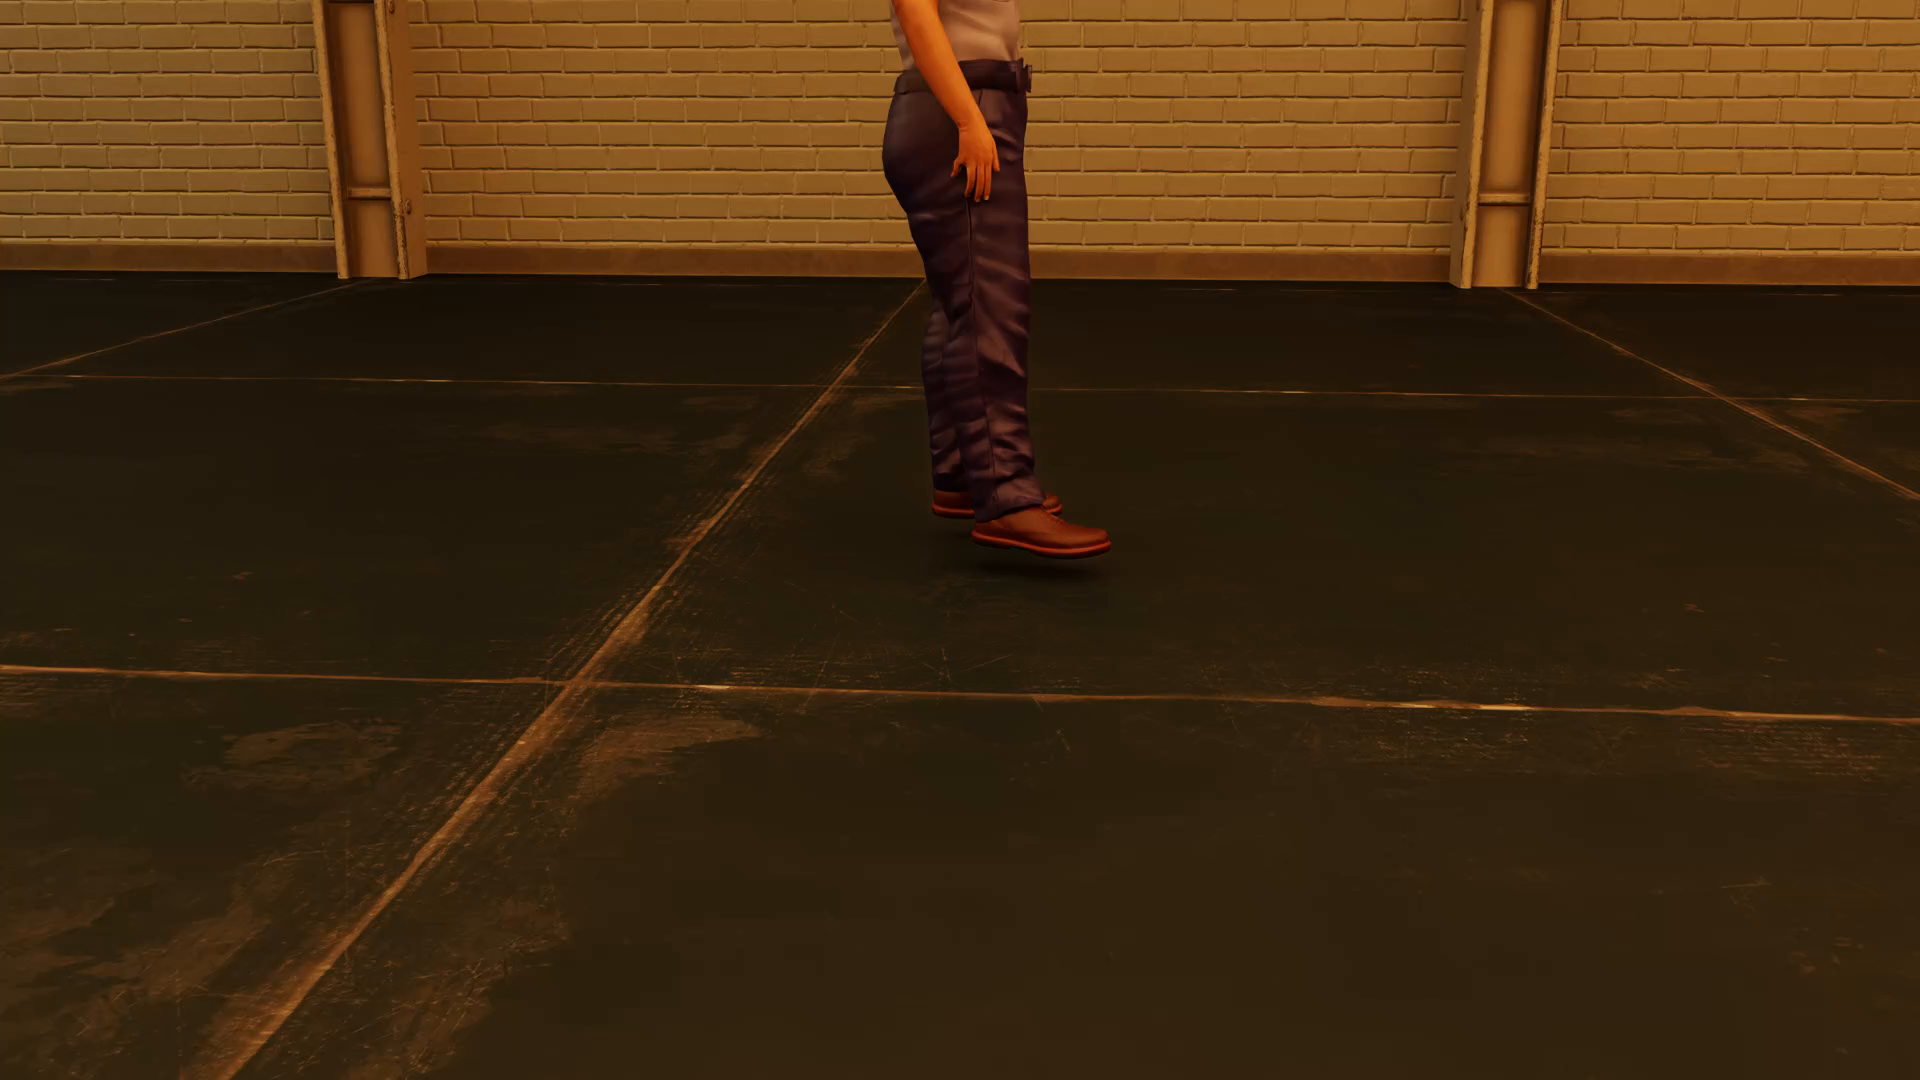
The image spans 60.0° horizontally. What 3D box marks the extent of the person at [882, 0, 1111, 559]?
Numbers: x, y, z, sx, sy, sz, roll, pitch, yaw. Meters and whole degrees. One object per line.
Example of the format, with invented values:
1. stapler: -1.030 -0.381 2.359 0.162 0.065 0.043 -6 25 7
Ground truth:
1. person: 0.087 -0.834 3.557 0.503 1.651 0.598 1 15 4
